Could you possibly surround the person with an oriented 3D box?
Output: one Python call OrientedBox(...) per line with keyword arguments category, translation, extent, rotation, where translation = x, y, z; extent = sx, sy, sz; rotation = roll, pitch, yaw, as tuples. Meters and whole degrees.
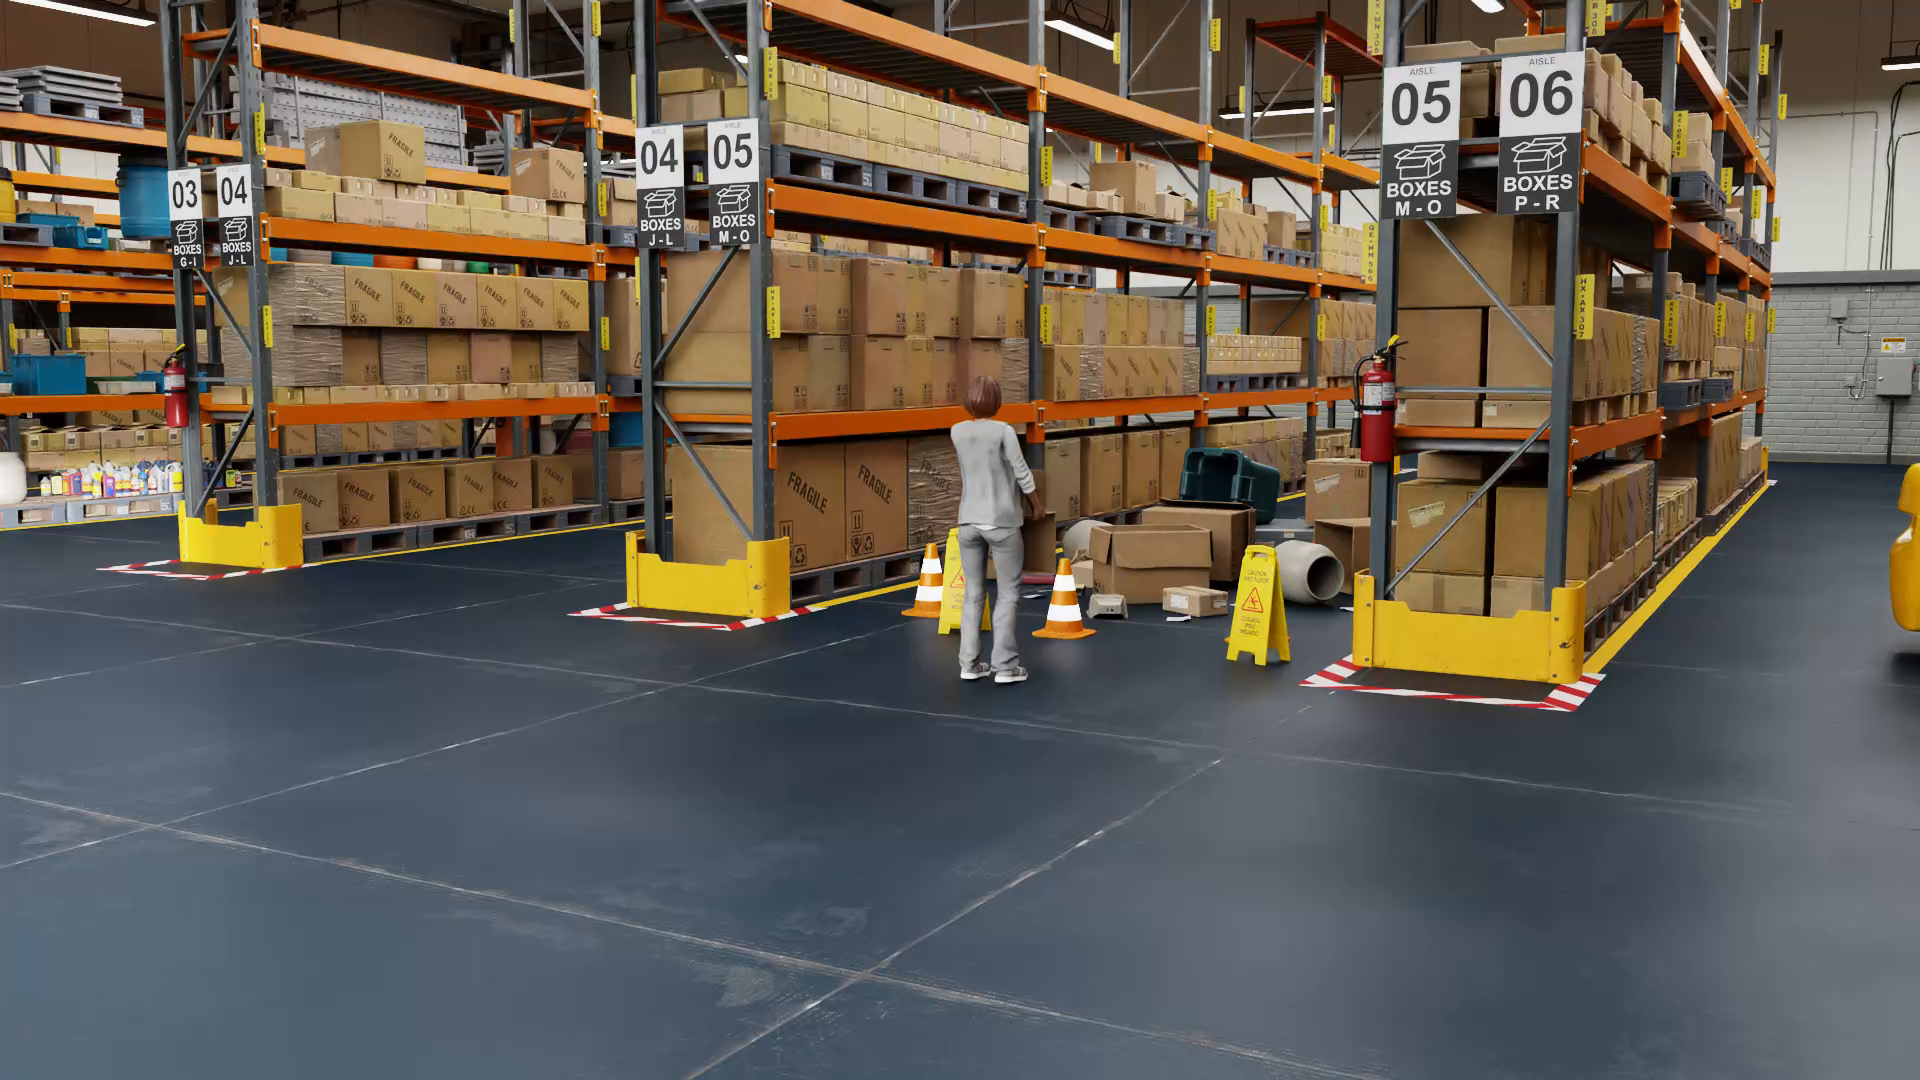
OrientedBox(category="person", translation=(0.201, -0.064, 8.686), extent=(0.404, 1.593, 0.494), rotation=(4, 7, 30))
